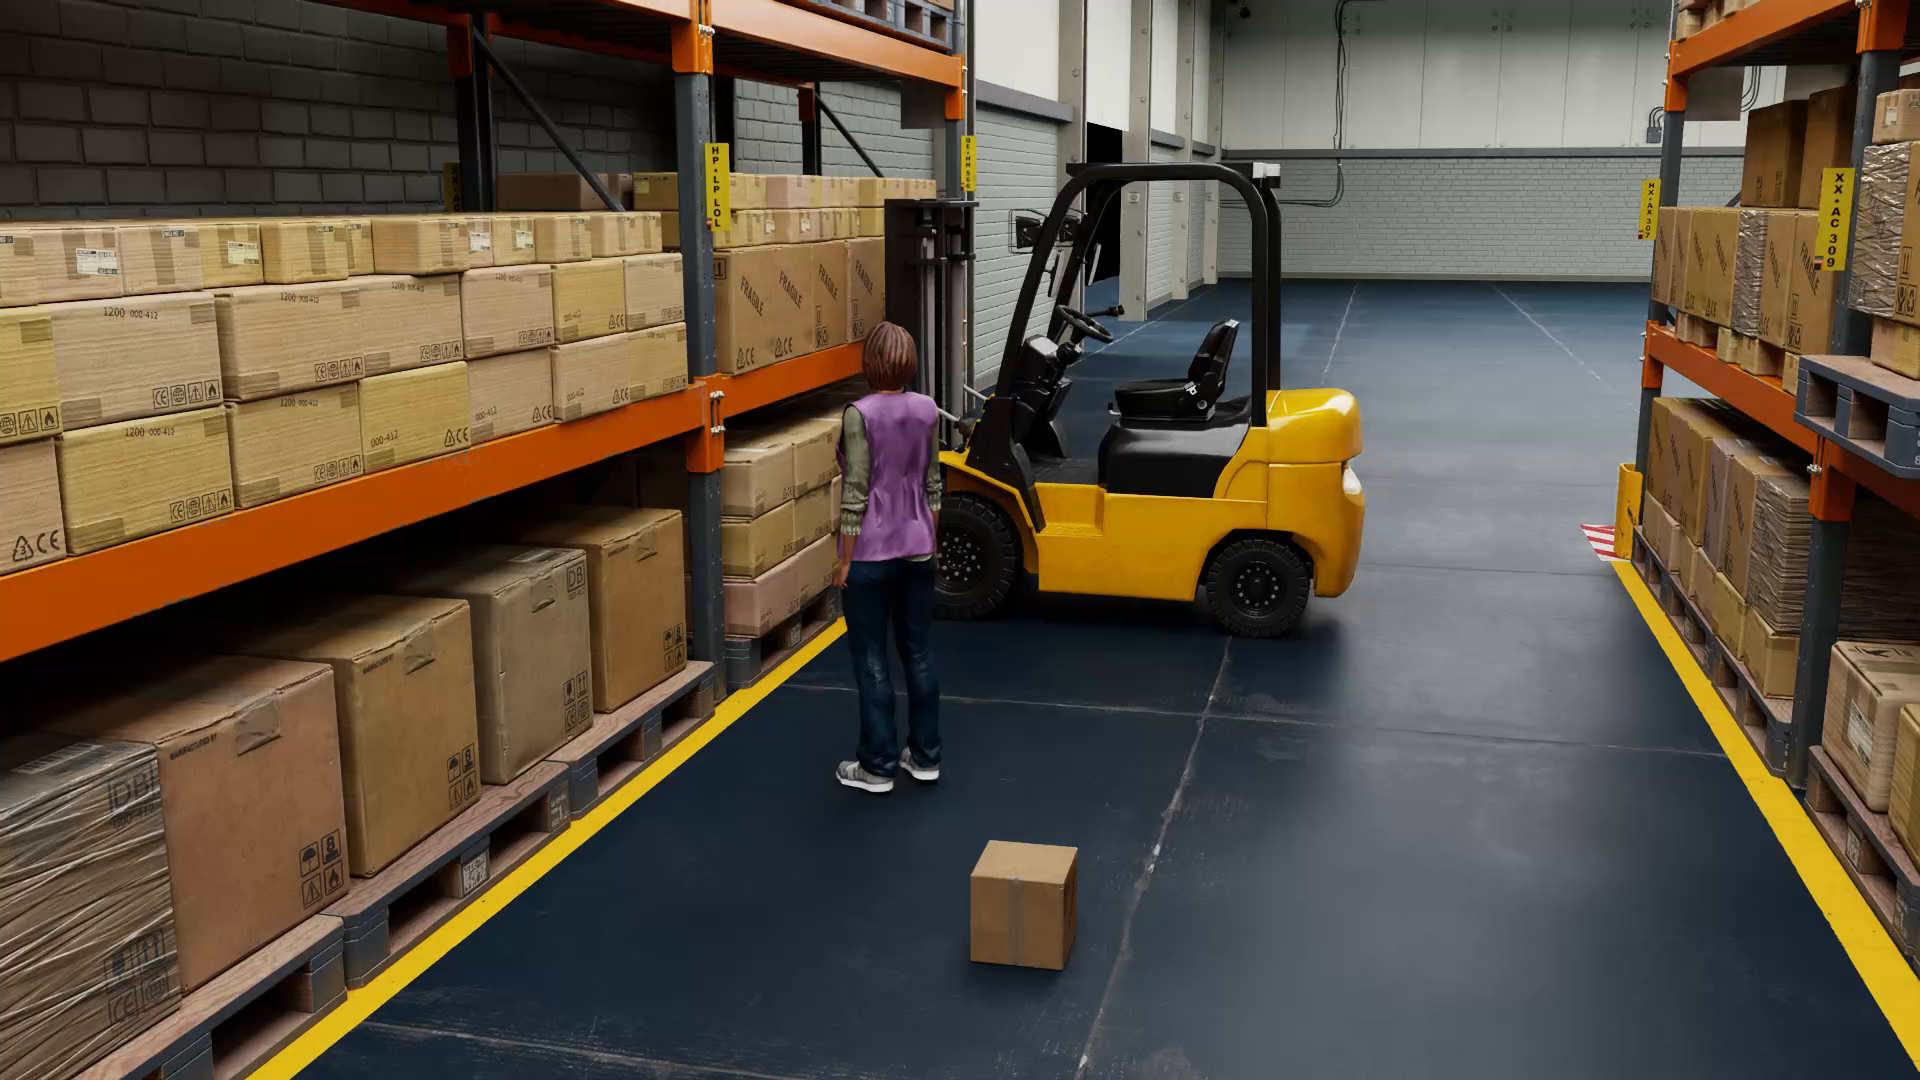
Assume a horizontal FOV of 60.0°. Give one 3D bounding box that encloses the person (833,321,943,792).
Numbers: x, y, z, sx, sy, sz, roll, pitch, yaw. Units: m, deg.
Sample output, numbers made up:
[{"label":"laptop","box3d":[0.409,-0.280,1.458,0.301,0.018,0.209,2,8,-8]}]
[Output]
[{"label":"person","box3d":[-0.246,0.063,5.654,0.408,1.604,0.308,-8,14,-33]}]
